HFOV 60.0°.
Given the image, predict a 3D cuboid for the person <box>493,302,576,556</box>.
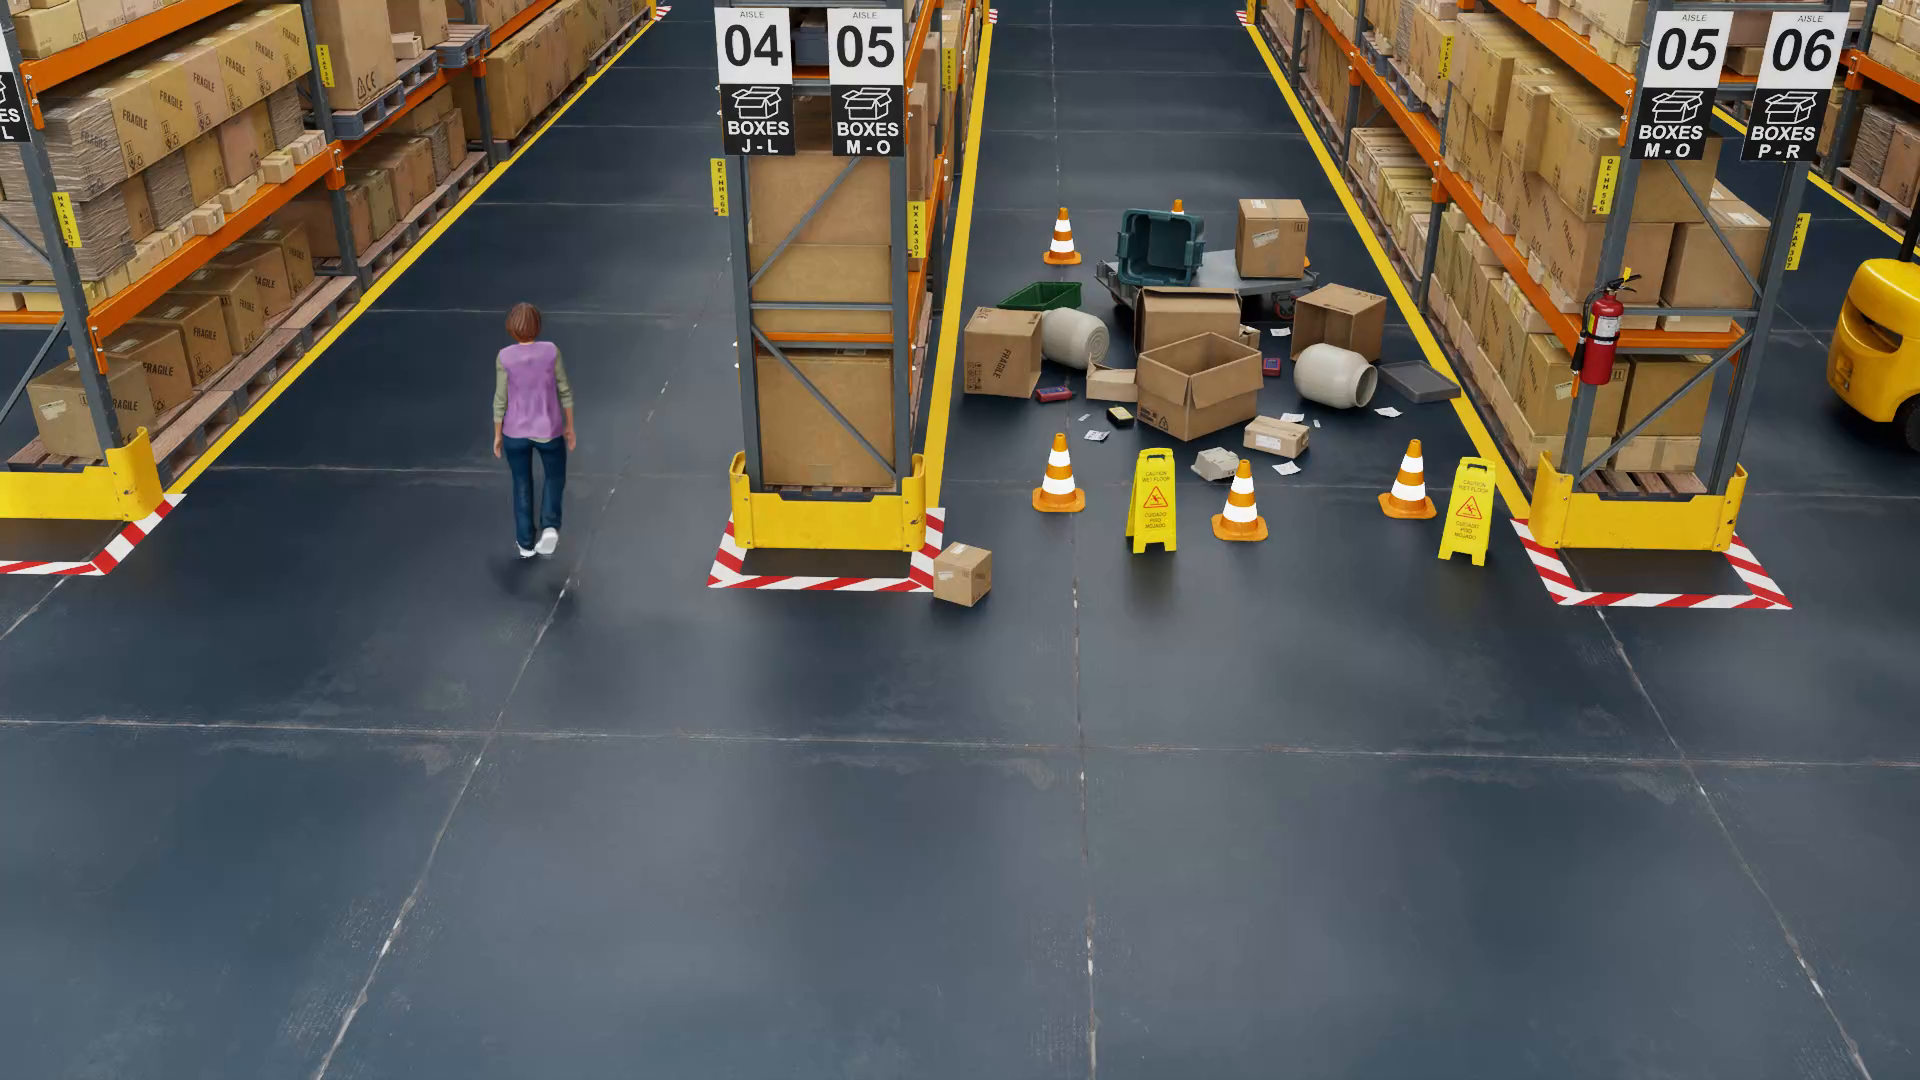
[{"bbox_3d":[-2.477,-0.587,9.704,0.489,1.574,0.608,-7,29,-13],"label":"person"}]
